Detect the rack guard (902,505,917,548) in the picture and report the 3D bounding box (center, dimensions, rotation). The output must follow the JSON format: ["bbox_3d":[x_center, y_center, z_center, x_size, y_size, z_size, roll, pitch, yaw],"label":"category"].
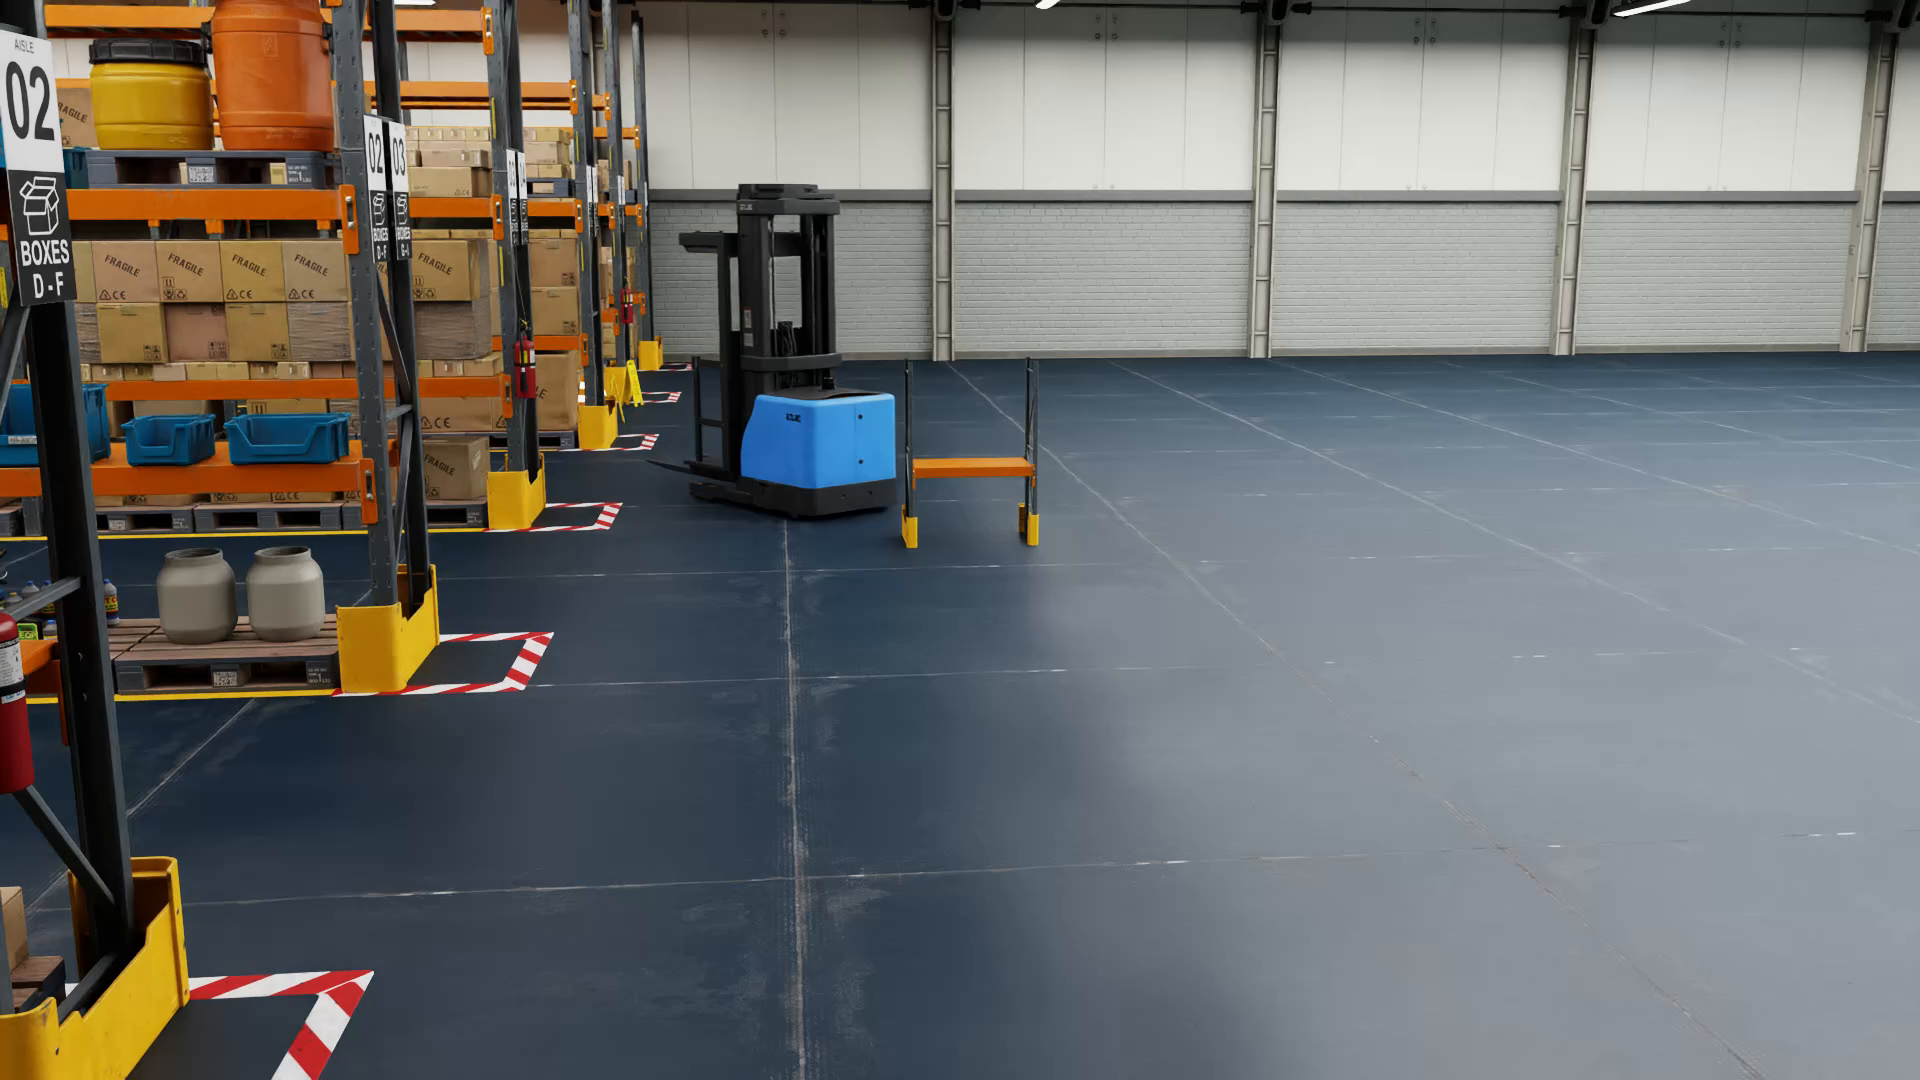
[{"bbox_3d":[-0.419,-0.114,13.799,0.087,0.250,0.587,-1,11,-6],"label":"rack guard"}]

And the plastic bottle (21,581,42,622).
[{"bbox_3d":[-5.620,0.384,10.069,0.097,0.271,0.097,0,11,0],"label":"plastic bottle"}]

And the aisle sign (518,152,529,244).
[{"bbox_3d":[-3.849,-3.010,14.663,0.004,0.787,0.394,-1,11,-6],"label":"aisle sign"}]

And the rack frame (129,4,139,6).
[{"bbox_3d":[-13.442,-7.305,27.697,0.127,3.000,1.000,-1,11,-6],"label":"rack frame"}]

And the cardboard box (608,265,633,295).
[{"bbox_3d":[-5.949,-4.516,28.805,0.500,0.500,0.500,-1,11,-7],"label":"cardboard box"}]

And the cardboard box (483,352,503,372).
[{"bbox_3d":[-4.188,-1.592,14.841,0.250,0.149,0.380,-1,11,-6],"label":"cardboard box"}]

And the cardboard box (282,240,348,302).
[{"bbox_3d":[-5.392,-2.281,14.071,0.500,0.500,0.500,-1,11,-6],"label":"cardboard box"}]

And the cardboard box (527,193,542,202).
[{"bbox_3d":[-6.044,-4.860,23.691,0.250,0.149,0.380,-1,11,-6],"label":"cardboard box"}]

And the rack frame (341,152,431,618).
[{"bbox_3d":[-3.344,-0.726,9.783,0.127,3.000,1.000,-1,11,-6],"label":"rack frame"}]

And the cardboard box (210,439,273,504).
[{"bbox_3d":[-6.276,-0.614,14.605,0.500,0.500,0.500,-2,11,-11],"label":"cardboard box"}]

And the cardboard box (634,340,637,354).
[{"bbox_3d":[-5.998,-3.412,29.487,0.500,0.250,0.500,-1,11,-6],"label":"cardboard box"}]

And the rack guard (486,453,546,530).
[{"bbox_3d":[-3.954,-0.447,14.848,0.348,0.500,1.175,-1,11,-6],"label":"rack guard"}]

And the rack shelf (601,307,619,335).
[{"bbox_3d":[-6.937,-3.181,24.139,4.000,0.370,1.077,-1,11,-6],"label":"rack shelf"}]

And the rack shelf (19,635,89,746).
[{"bbox_3d":[-4.801,0.619,4.808,4.000,0.370,1.077,-1,11,-6],"label":"rack shelf"}]

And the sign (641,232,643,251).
[{"bbox_3d":[-5.444,-5.108,28.458,0.005,0.325,0.100,-1,11,-6],"label":"sign"}]

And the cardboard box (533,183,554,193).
[{"bbox_3d":[-5.930,-5.050,23.622,0.500,0.250,0.500,-1,11,-7],"label":"cardboard box"}]

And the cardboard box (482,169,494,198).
[{"bbox_3d":[-4.385,-3.113,14.541,0.500,0.250,0.500,-1,11,-4],"label":"cardboard box"}]

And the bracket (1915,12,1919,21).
[{"bbox_3d":[18.033,-9.836,31.243,0.430,0.232,0.235,-1,11,-6],"label":"bracket"}]

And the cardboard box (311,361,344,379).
[{"bbox_3d":[-5.380,-1.477,14.259,0.250,0.149,0.380,-1,11,-6],"label":"cardboard box"}]

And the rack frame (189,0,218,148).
[{"bbox_3d":[-8.290,-5.489,18.461,0.127,3.000,1.000,-1,11,-6],"label":"rack frame"}]

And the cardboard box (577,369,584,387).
[{"bbox_3d":[-5.747,-2.364,24.156,0.500,0.250,0.500,-1,11,-6],"label":"cardboard box"}]

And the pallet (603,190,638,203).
[{"bbox_3d":[-6.194,-5.946,28.793,1.213,0.211,1.003,-1,11,-6],"label":"pallet"}]

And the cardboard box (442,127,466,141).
[{"bbox_3d":[-5.621,-4.531,18.598,0.250,0.149,0.380,-1,11,-6],"label":"cardboard box"}]

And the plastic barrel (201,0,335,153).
[{"bbox_3d":[-3.813,-2.580,9.236,0.708,0.830,0.600,-1,11,-6],"label":"plastic barrel"}]

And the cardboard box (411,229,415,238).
[{"bbox_3d":[-7.954,-4.152,23.591,0.500,0.500,0.700,-1,11,-6],"label":"cardboard box"}]

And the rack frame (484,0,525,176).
[{"bbox_3d":[-3.878,-4.619,14.036,0.127,3.000,1.000,-1,11,-6],"label":"rack frame"}]

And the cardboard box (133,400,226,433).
[{"bbox_3d":[-8.898,-1.617,19.063,0.750,0.750,1.050,-1,11,-6],"label":"cardboard box"}]

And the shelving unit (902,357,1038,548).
[{"bbox_3d":[0.076,-0.738,13.731,1.083,1.500,0.587,-1,11,-6],"label":"shelving unit"}]

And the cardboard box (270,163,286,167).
[{"bbox_3d":[-5.693,-3.181,13.853,0.250,0.149,0.380,-2,11,-9],"label":"cardboard box"}]

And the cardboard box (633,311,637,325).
[{"bbox_3d":[-5.987,-3.902,29.385,0.500,0.250,0.500,-1,11,-7],"label":"cardboard box"}]

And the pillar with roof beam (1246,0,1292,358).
[{"bbox_3d":[6.117,-7.054,26.422,0.548,9.000,9.100,-1,11,-6],"label":"pillar with roof beam"}]

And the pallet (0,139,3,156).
[{"bbox_3d":[-3.518,-1.194,4.620,1.213,0.211,1.003,-1,11,-6],"label":"pallet"}]

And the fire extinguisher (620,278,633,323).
[{"bbox_3d":[-4.785,-3.452,23.852,0.183,0.674,0.296,-1,11,-6],"label":"fire extinguisher"}]

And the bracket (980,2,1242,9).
[{"bbox_3d":[2.716,-9.516,29.611,4.783,0.066,0.076,-1,11,-6],"label":"bracket"}]

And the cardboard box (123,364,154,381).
[{"bbox_3d":[-6.866,-1.436,14.047,0.250,0.149,0.380,-1,11,-6],"label":"cardboard box"}]

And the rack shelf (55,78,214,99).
[{"bbox_3d":[-10.279,-4.898,18.357,4.000,0.370,1.077,-1,11,-6],"label":"rack shelf"}]

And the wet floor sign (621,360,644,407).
[{"bbox_3d":[-4.644,-2.219,23.485,0.232,0.644,0.267,3,11,14],"label":"wet floor sign"}]

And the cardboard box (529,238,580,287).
[{"bbox_3d":[-4.687,-3.232,19.343,0.550,0.550,0.875,-1,11,-6],"label":"cardboard box"}]

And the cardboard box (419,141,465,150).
[{"bbox_3d":[-5.767,-4.344,18.681,0.500,0.250,0.500,-1,11,-6],"label":"cardboard box"}]

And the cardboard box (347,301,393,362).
[{"bbox_3d":[-4.912,-1.831,14.375,0.500,0.500,0.875,-1,11,-6],"label":"cardboard box"}]

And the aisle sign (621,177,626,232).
[{"bbox_3d":[-4.921,-4.912,24.340,0.004,0.787,0.394,-1,11,-6],"label":"aisle sign"}]

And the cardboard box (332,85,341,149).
[{"bbox_3d":[-5.392,-3.507,13.827,0.500,0.500,0.500,-1,11,-6],"label":"cardboard box"}]

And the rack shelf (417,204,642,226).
[{"bbox_3d":[-7.477,-5.605,28.691,4.000,0.370,1.077,-1,11,-6],"label":"rack shelf"}]

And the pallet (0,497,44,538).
[{"bbox_3d":[-8.629,-0.207,14.376,1.213,0.211,1.003,-1,11,-6],"label":"pallet"}]

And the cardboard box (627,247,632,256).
[{"bbox_3d":[-5.822,-4.993,28.779,0.250,0.149,0.380,-1,11,-6],"label":"cardboard box"}]

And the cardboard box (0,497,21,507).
[{"bbox_3d":[-8.468,-0.573,14.345,0.500,0.500,0.700,-2,11,-10],"label":"cardboard box"}]

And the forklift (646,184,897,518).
[{"bbox_3d":[-1.929,-1.855,15.706,1.130,2.935,3.031,-10,15,-41],"label":"forklift"}]

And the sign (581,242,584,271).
[{"bbox_3d":[-4.269,-3.209,18.798,0.005,0.325,0.100,-1,11,-6],"label":"sign"}]
